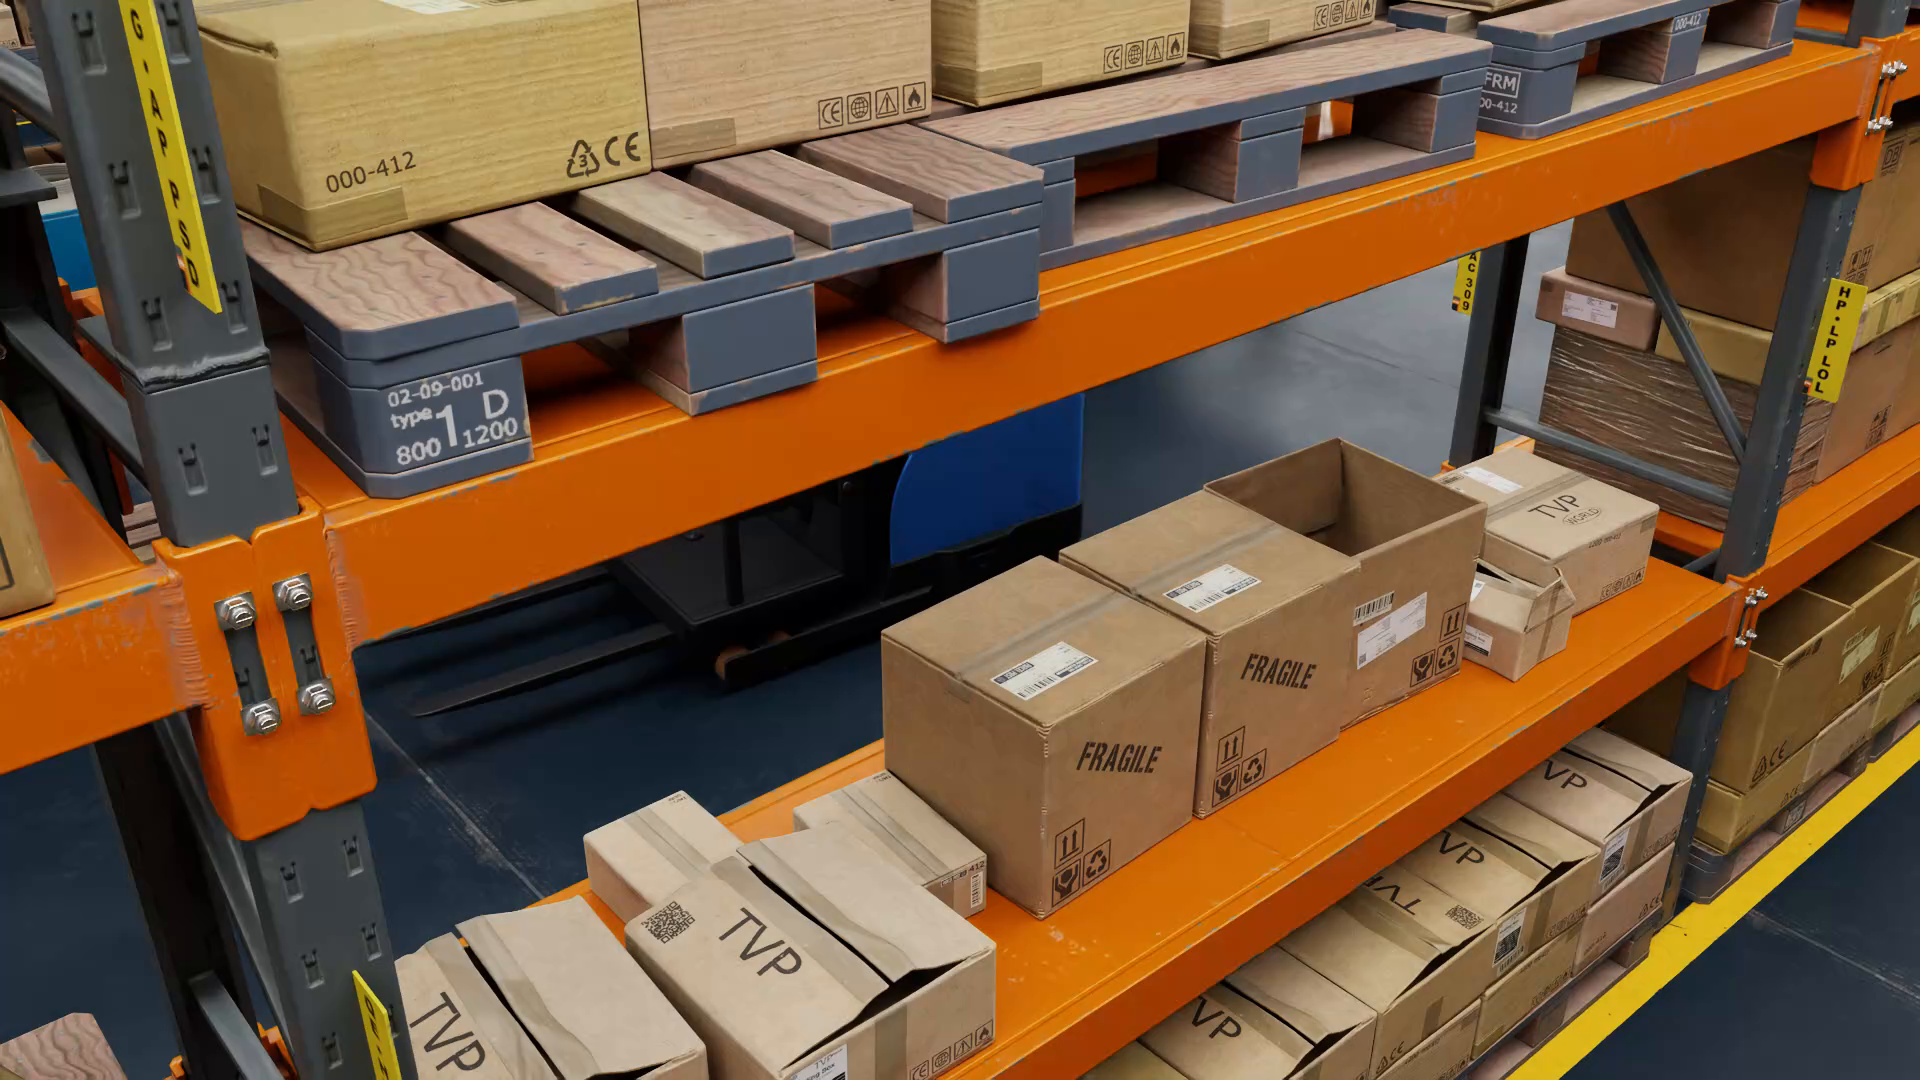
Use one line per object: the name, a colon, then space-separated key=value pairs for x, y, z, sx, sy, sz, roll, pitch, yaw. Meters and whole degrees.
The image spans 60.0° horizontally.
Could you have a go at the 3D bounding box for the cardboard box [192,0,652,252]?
cardboard box: x=-0.778 y=-0.621 z=2.260 sx=0.500 sy=0.250 sz=0.500 roll=-25 pitch=37 yaw=-38

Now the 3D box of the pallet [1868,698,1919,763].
pallet: x=3.517 y=0.383 z=6.810 sx=1.213 sy=0.211 sz=1.003 roll=-22 pitch=35 yaw=-35

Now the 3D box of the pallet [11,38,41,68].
pallet: x=-6.035 y=-3.109 z=10.588 sx=1.213 sy=0.211 sz=1.003 roll=-22 pitch=35 yaw=-35

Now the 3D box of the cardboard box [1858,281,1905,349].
cardboard box: x=2.672 y=-0.743 z=5.163 sx=0.250 sy=0.149 sz=0.380 roll=-23 pitch=36 yaw=-36

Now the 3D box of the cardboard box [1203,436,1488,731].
cardboard box: x=0.960 y=0.103 z=4.269 sx=0.500 sy=0.500 sz=0.500 roll=-19 pitch=34 yaw=-31

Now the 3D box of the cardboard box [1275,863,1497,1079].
cardboard box: x=1.061 y=1.076 z=4.430 sx=0.500 sy=0.311 sz=0.500 roll=-22 pitch=35 yaw=-35

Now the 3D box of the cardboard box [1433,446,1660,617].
cardboard box: x=1.610 y=-0.011 z=4.748 sx=0.500 sy=0.250 sz=0.500 roll=-19 pitch=34 yaw=-32

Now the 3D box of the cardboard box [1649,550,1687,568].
cardboard box: x=2.555 y=0.084 z=6.086 sx=0.500 sy=0.500 sz=0.500 roll=-22 pitch=35 yaw=-35

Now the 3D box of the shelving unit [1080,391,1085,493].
shelving unit: x=0.416 y=-0.594 z=7.748 sx=0.252 sy=1.050 sz=0.215 roll=-18 pitch=33 yaw=-30

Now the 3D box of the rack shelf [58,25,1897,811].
rack shelf: x=0.434 y=-0.637 z=3.341 sx=4.000 sy=0.370 sz=1.077 roll=-22 pitch=35 yaw=-35

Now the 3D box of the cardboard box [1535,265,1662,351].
cardboard box: x=2.024 y=-0.734 z=5.146 sx=0.250 sy=0.149 sz=0.380 roll=-22 pitch=35 yaw=-35

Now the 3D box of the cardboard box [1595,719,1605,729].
cardboard box: x=2.167 y=0.564 z=5.984 sx=0.500 sy=0.250 sz=0.500 roll=-22 pitch=35 yaw=-35

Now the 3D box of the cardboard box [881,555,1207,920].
cardboard box: x=0.179 y=0.417 z=3.681 sx=0.500 sy=0.500 sz=0.500 roll=-24 pitch=36 yaw=-37

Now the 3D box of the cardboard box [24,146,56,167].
cardboard box: x=-6.177 y=-2.227 z=10.920 sx=0.500 sy=0.500 sz=0.700 roll=-19 pitch=33 yaw=-31

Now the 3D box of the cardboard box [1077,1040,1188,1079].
cardboard box: x=0.286 y=1.386 z=3.850 sx=0.500 sy=0.311 sz=0.500 roll=-23 pitch=36 yaw=-36

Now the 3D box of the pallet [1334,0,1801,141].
pallet: x=1.293 y=-1.208 z=3.848 sx=1.217 sy=0.209 sz=0.805 roll=-24 pitch=36 yaw=-37

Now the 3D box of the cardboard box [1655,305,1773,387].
cardboard box: x=2.286 y=-0.587 z=4.871 sx=0.250 sy=0.149 sz=0.380 roll=-22 pitch=35 yaw=-35

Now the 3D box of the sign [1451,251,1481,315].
sign: x=1.594 y=-0.859 z=5.172 sx=0.005 sy=0.325 sz=0.100 roll=-22 pitch=35 yaw=-35

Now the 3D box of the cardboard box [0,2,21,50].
cardboard box: x=-6.090 y=-3.122 z=10.124 sx=0.500 sy=0.250 sz=0.500 roll=-23 pitch=36 yaw=-36

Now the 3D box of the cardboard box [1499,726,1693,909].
cardboard box: x=1.834 y=0.763 z=5.016 sx=0.500 sy=0.311 sz=0.500 roll=-22 pitch=35 yaw=-35

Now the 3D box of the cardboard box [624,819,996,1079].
cardboard box: x=-0.281 y=0.815 z=3.137 sx=0.500 sy=0.311 sz=0.500 roll=-22 pitch=35 yaw=-35

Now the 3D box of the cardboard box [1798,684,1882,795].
cardboard box: x=2.889 y=0.600 z=5.917 sx=0.500 sy=0.250 sz=0.500 roll=-22 pitch=35 yaw=-35

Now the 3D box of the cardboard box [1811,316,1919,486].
cardboard box: x=2.686 y=-0.589 z=5.564 sx=0.500 sy=0.500 sz=0.700 roll=-22 pitch=35 yaw=-35

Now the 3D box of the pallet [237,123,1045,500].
pallet: x=-0.629 y=-0.499 z=2.520 sx=1.003 sy=0.211 sz=1.213 roll=-20 pitch=34 yaw=-33

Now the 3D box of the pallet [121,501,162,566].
pallet: x=-3.685 y=0.210 z=7.134 sx=1.213 sy=0.211 sz=1.003 roll=-22 pitch=35 yaw=-35

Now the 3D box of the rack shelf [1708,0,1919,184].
rack shelf: x=3.477 y=-1.861 z=5.631 sx=4.000 sy=0.370 sz=1.077 roll=-22 pitch=35 yaw=-35

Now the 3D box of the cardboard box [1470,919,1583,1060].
cardboard box: x=1.443 y=1.169 z=4.852 sx=0.500 sy=0.250 sz=0.500 roll=-23 pitch=35 yaw=-36

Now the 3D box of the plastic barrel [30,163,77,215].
plastic barrel: x=-3.655 y=-1.238 z=6.765 sx=0.421 sy=0.512 sz=0.421 roll=0 pitch=28 yaw=0

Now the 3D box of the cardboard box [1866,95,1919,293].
cardboard box: x=2.673 y=-1.153 z=5.242 sx=0.500 sy=0.500 sz=0.700 roll=-22 pitch=35 yaw=-35

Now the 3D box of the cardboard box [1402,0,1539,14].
cardboard box: x=1.065 y=-1.332 z=3.590 sx=0.500 sy=0.250 sz=0.500 roll=24 pitch=37 yaw=38

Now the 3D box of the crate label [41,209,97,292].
crate label: x=-3.368 y=-1.020 z=6.438 sx=0.616 sy=0.435 sz=0.502 roll=-22 pitch=35 yaw=-35

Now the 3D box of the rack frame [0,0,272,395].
rack frame: x=-1.087 y=-1.666 z=1.320 sx=0.127 sy=3.000 sz=1.000 roll=-22 pitch=35 yaw=-35

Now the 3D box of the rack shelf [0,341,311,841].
rack shelf: x=-2.609 y=0.586 z=1.051 sx=4.000 sy=0.370 sz=1.077 roll=-22 pitch=35 yaw=-35

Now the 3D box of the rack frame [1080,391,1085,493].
rack frame: x=0.516 y=-0.627 z=7.810 sx=0.008 sy=1.050 sz=0.200 roll=-18 pitch=33 yaw=-30

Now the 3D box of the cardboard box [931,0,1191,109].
cardboard box: x=0.051 y=-0.959 z=2.892 sx=0.500 sy=0.250 sz=0.500 roll=-23 pitch=36 yaw=-36

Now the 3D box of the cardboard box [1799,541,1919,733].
cardboard box: x=2.887 y=0.268 z=5.743 sx=0.500 sy=0.500 sz=0.500 roll=-22 pitch=35 yaw=-35

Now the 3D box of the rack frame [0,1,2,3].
rack frame: x=-10.903 y=-7.350 z=18.321 sx=0.127 sy=3.000 sz=1.000 roll=-22 pitch=35 yaw=-35

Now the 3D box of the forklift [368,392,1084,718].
forklift: x=-0.947 y=-0.987 z=6.488 sx=3.031 sy=2.935 sz=1.130 roll=-18 pitch=33 yaw=-30

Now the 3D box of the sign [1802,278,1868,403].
sign: x=2.315 y=-0.528 z=4.411 sx=0.005 sy=0.325 sz=0.100 roll=-22 pitch=35 yaw=-35
